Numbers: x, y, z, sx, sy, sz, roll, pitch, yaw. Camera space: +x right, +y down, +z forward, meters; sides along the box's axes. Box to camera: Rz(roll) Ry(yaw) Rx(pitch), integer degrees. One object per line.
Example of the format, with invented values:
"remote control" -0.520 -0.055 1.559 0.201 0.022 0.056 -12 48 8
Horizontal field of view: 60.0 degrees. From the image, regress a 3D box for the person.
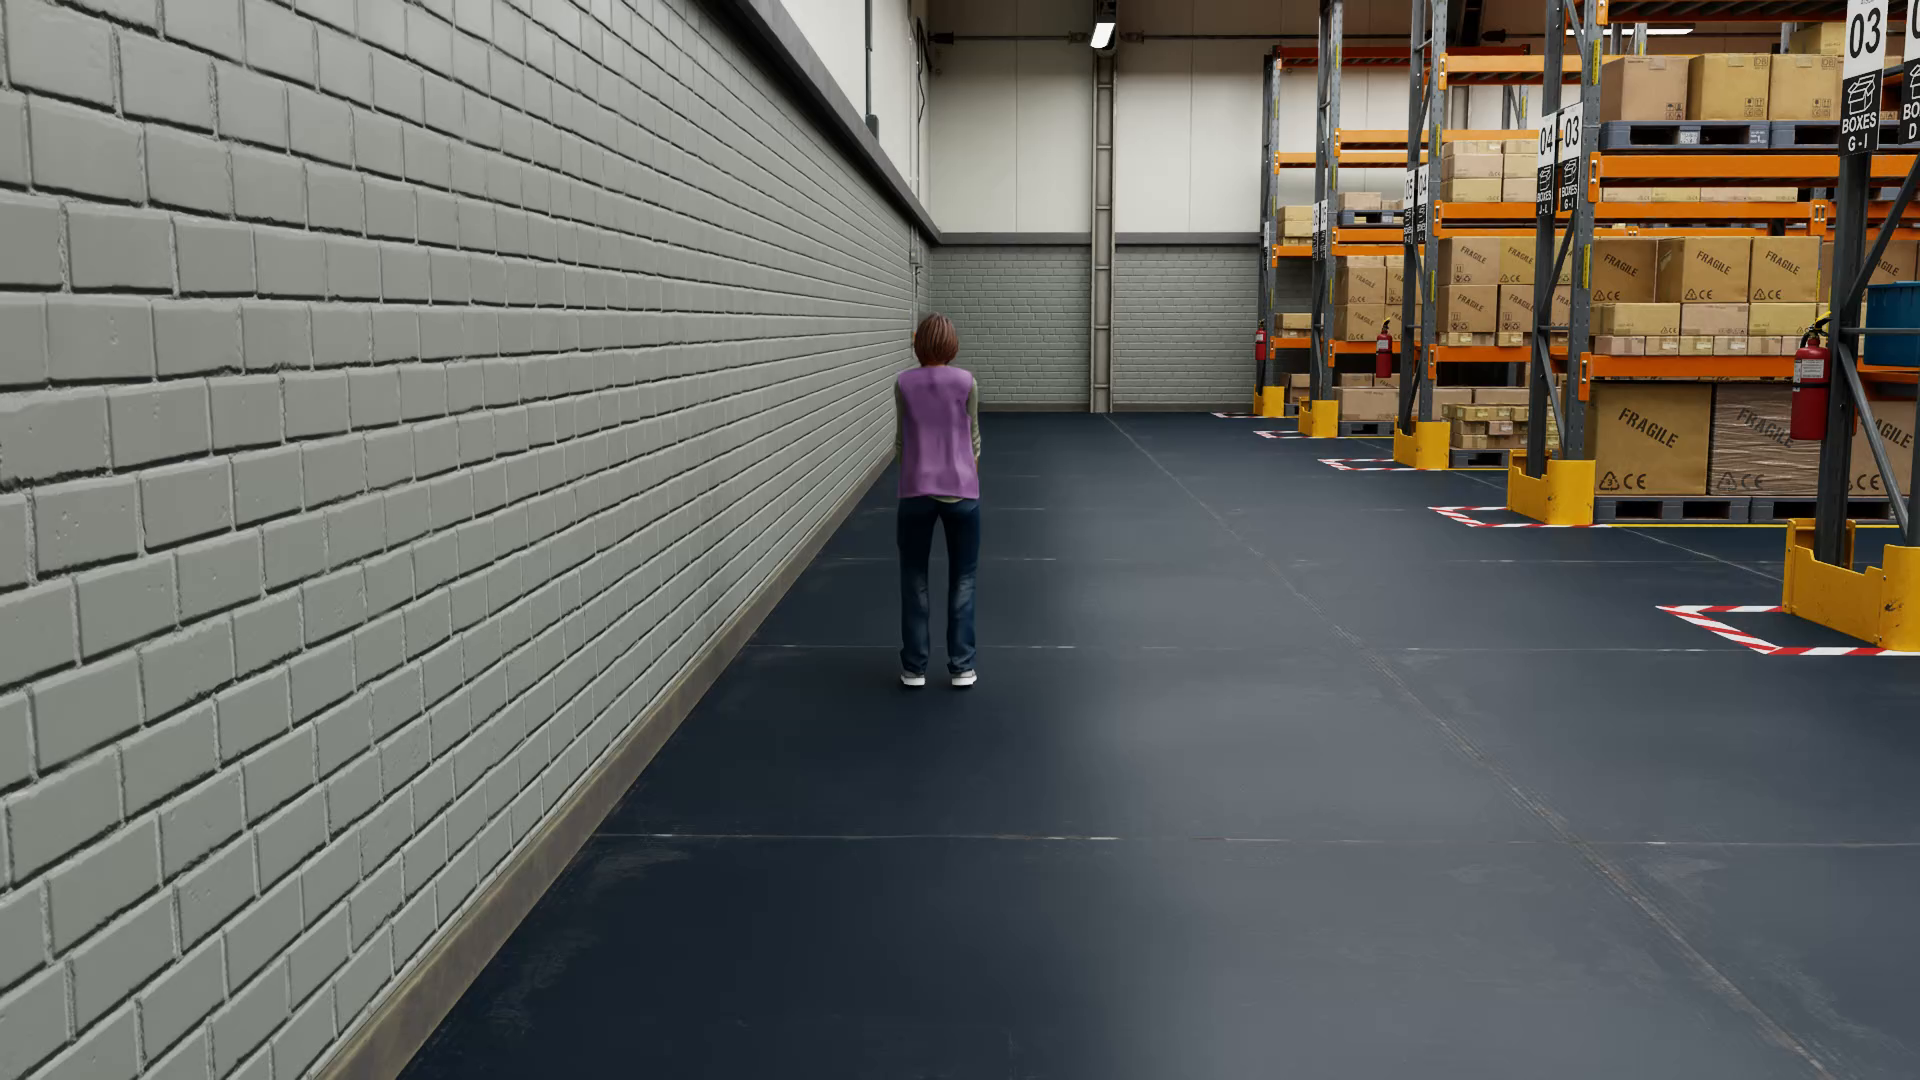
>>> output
"person" -0.096 -0.173 7.174 0.375 1.596 0.507 0 7 0
